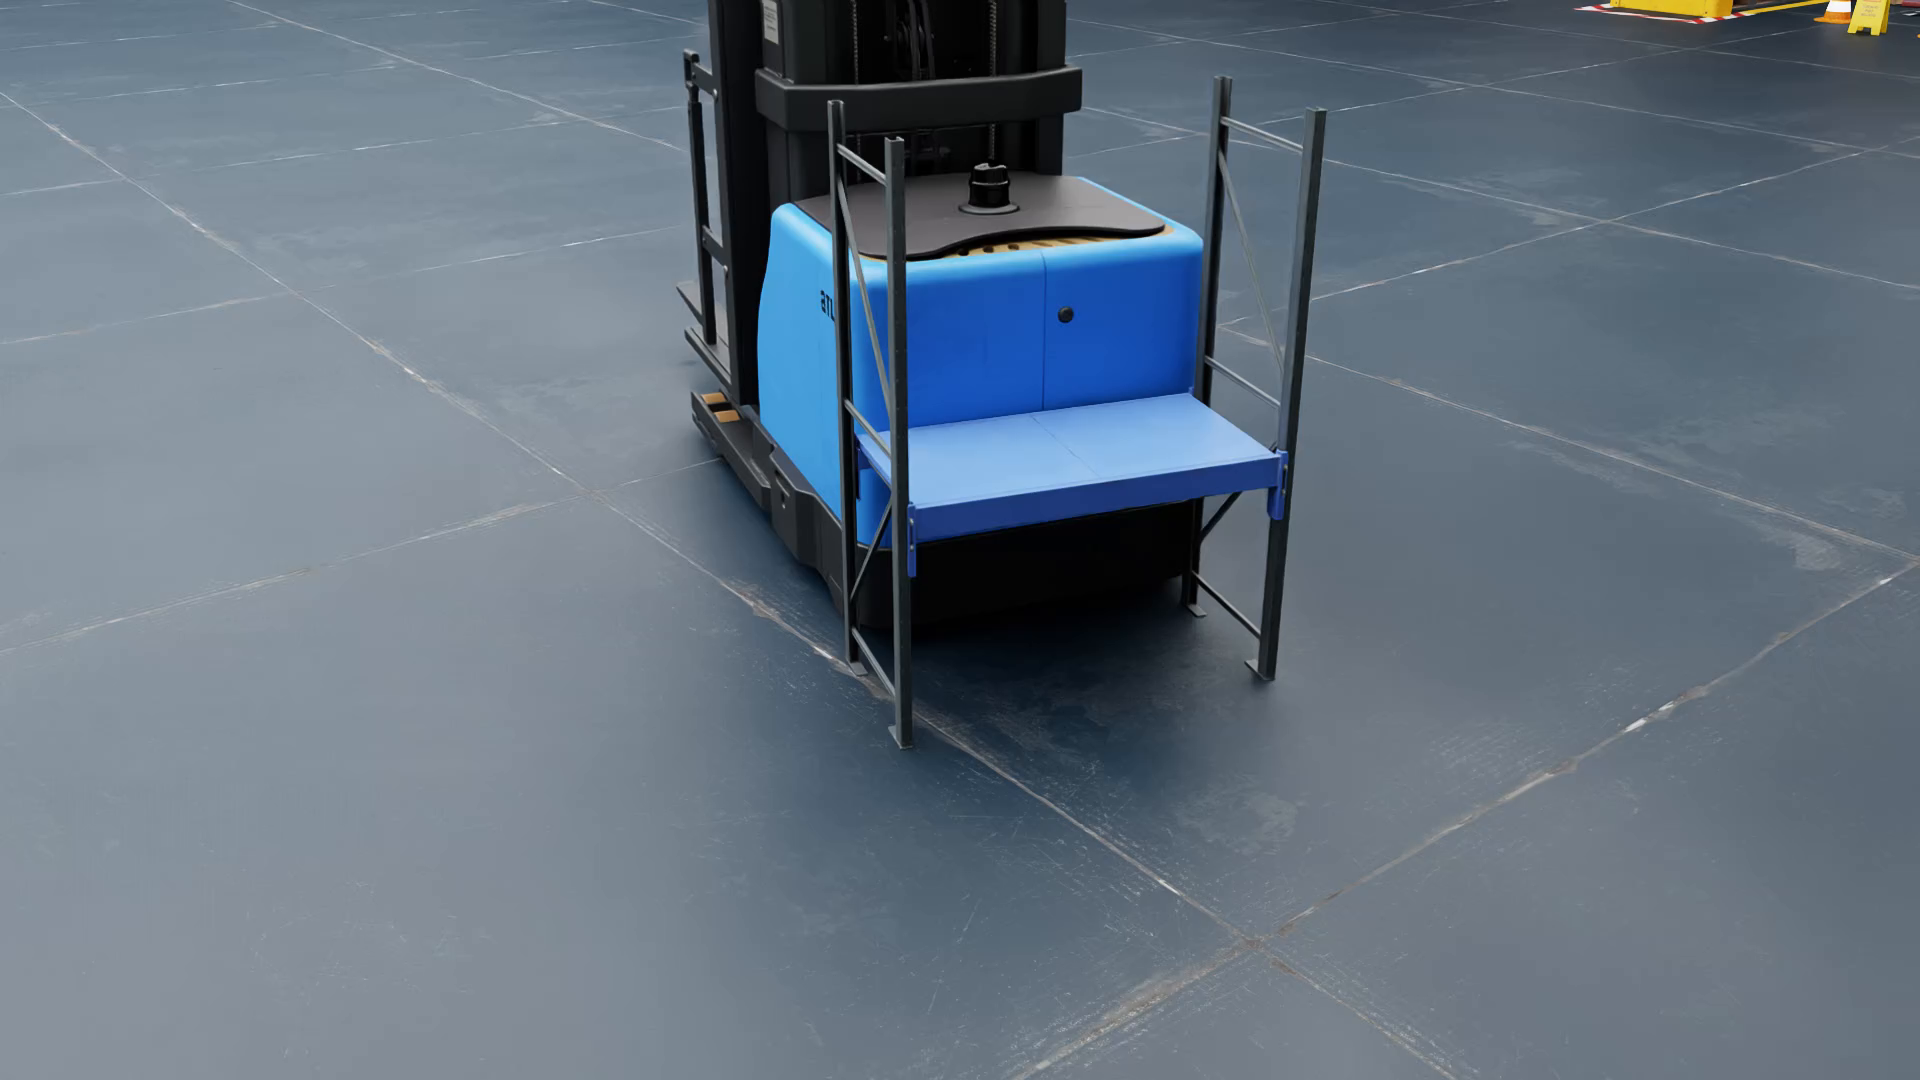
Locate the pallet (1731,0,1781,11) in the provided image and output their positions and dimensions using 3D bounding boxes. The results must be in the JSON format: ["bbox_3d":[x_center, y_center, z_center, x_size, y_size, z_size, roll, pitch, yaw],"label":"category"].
[{"bbox_3d":[7.735,-5.665,17.206,1.213,0.211,1.003,-18,31,-34],"label":"pallet"}]

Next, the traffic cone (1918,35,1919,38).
[{"bbox_3d":[8.878,-4.751,14.936,0.334,0.463,0.336,-18,31,-34],"label":"traffic cone"}]

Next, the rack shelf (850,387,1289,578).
[{"bbox_3d":[0.264,-0.167,4.255,1.000,0.185,0.538,-9,26,-18],"label":"rack shelf"}]

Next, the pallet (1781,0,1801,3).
[{"bbox_3d":[8.695,-5.980,17.885,1.213,0.211,1.003,-18,31,-34],"label":"pallet"}]

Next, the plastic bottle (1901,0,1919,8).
[{"bbox_3d":[9.764,-5.463,16.950,0.283,0.061,0.133,15,29,29],"label":"plastic bottle"}]

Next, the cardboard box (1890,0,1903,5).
[{"bbox_3d":[9.714,-5.860,17.279,0.500,0.500,0.500,-13,28,-25],"label":"cardboard box"}]

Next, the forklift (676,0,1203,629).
[{"bbox_3d":[-0.331,-1.681,5.390,1.130,2.935,3.031,-9,27,-20],"label":"forklift"}]

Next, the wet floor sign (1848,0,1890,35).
[{"bbox_3d":[8.354,-4.965,15.182,0.267,0.644,0.232,21,32,37],"label":"wet floor sign"}]

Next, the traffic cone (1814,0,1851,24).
[{"bbox_3d":[8.449,-5.213,15.933,0.334,0.463,0.336,-18,31,-34],"label":"traffic cone"}]

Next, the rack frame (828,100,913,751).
[{"bbox_3d":[-0.215,-0.258,4.024,0.032,1.500,0.500,-9,26,-18],"label":"rack frame"}]

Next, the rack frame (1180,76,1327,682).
[{"bbox_3d":[0.743,-0.402,4.334,0.032,1.500,0.500,-9,26,-18],"label":"rack frame"}]

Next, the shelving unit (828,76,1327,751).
[{"bbox_3d":[0.264,-0.330,4.179,1.048,1.500,0.538,-9,26,-18],"label":"shelving unit"}]

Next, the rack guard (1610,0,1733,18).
[{"bbox_3d":[7.136,-5.556,16.628,0.348,0.500,1.175,-18,31,-34],"label":"rack guard"}]
